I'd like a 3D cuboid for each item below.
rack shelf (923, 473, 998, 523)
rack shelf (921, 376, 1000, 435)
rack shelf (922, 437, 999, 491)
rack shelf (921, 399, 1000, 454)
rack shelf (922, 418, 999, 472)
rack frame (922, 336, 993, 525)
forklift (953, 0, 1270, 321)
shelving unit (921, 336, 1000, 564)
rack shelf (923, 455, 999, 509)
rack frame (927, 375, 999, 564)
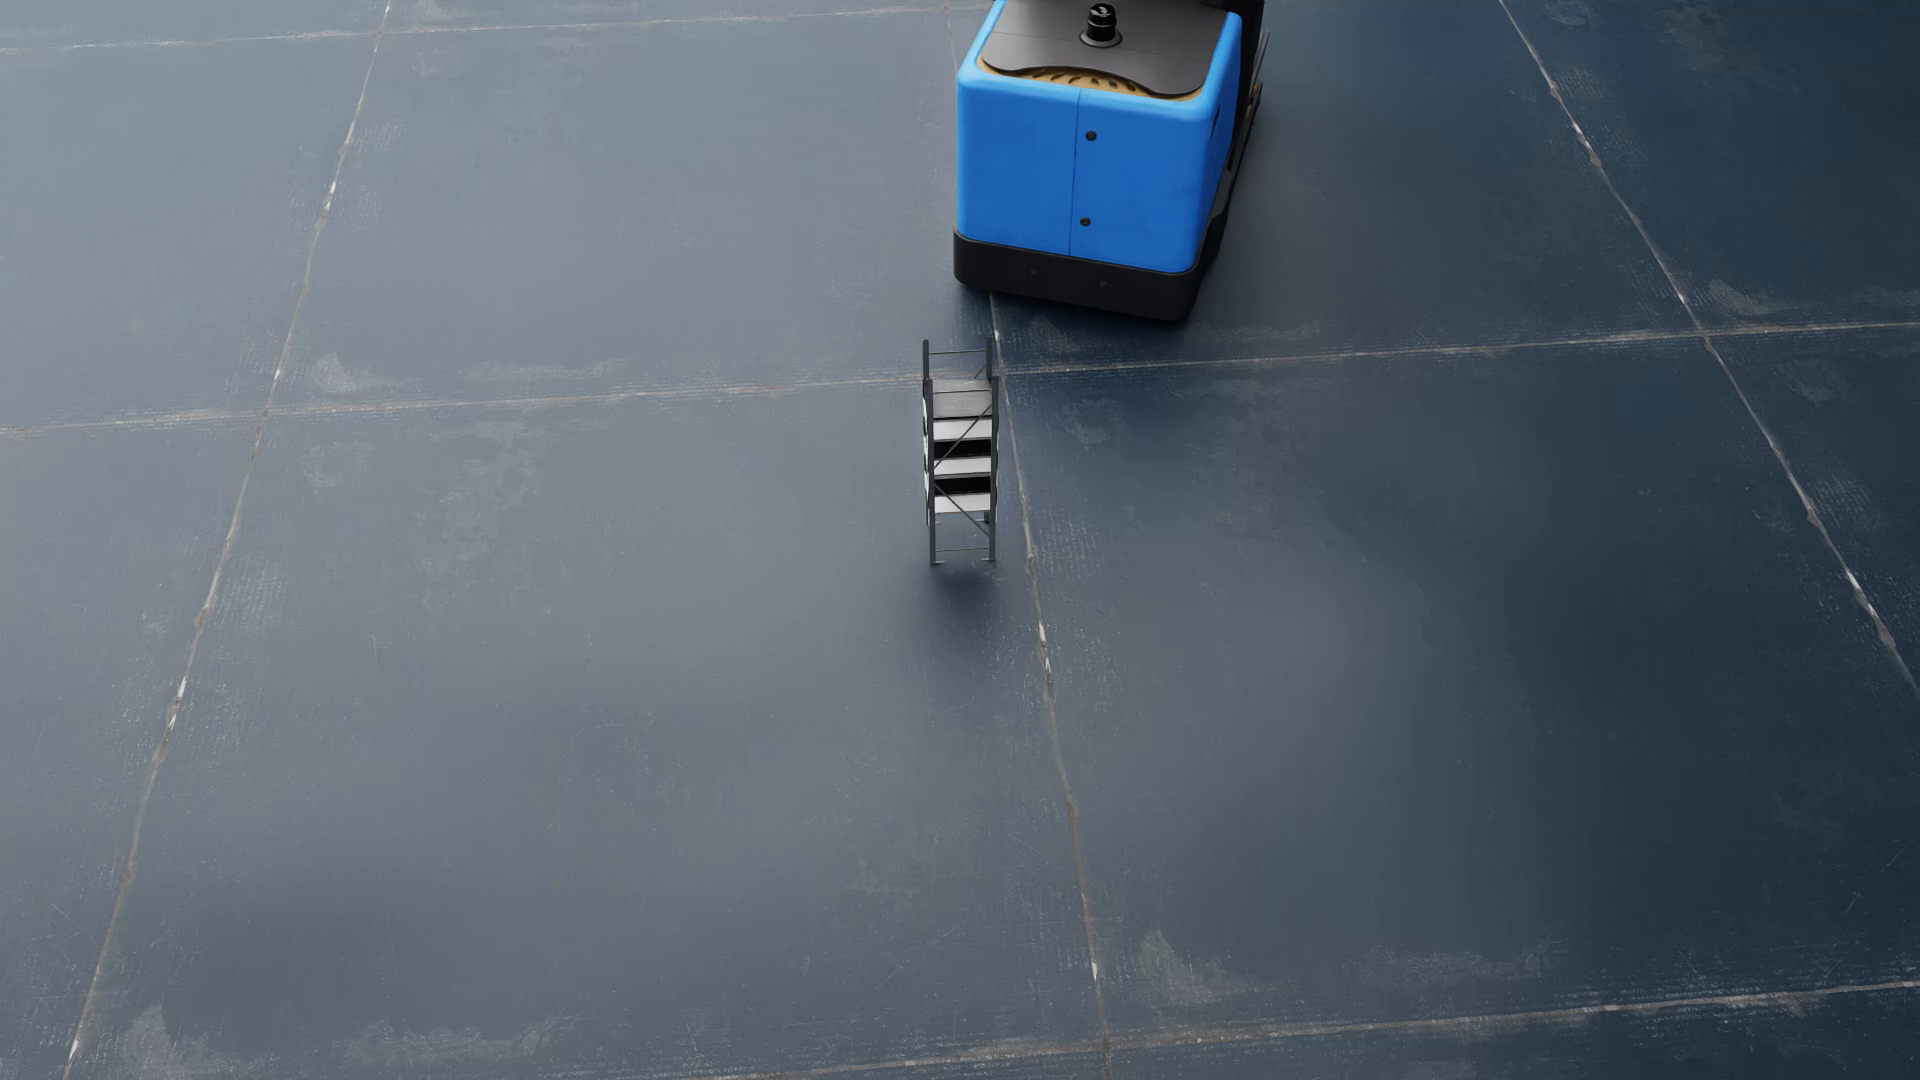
[{"bbox_3d":[0.001,-0.157,6.073,0.258,0.077,0.200,-3,47,-3],"label":"rack shelf"},{"bbox_3d":[0.001,-0.466,5.746,0.258,0.077,0.200,-3,47,-3],"label":"rack shelf"},{"bbox_3d":[0.001,-0.281,5.942,0.258,0.077,0.200,-3,47,-3],"label":"rack shelf"},{"bbox_3d":[0.001,-0.404,5.811,0.258,0.077,0.200,-3,47,-3],"label":"rack shelf"},{"bbox_3d":[0.001,-0.343,5.877,0.258,0.077,0.200,-3,47,-3],"label":"rack shelf"},{"bbox_3d":[-0.008,-0.377,5.987,0.240,0.900,0.006,-3,47,-3],"label":"rack frame"},{"bbox_3d":[0.863,-3.029,7.100,1.130,2.935,3.031,12,48,11],"label":"forklift"},{"bbox_3d":[0.001,-0.304,5.918,0.258,0.900,0.210,-3,47,-3],"label":"shelving unit"},{"bbox_3d":[0.001,-0.219,6.007,0.258,0.077,0.200,-3,47,-3],"label":"rack shelf"},{"bbox_3d":[0.009,-0.230,5.848,0.240,0.900,0.006,-3,47,-3],"label":"rack frame"}]
